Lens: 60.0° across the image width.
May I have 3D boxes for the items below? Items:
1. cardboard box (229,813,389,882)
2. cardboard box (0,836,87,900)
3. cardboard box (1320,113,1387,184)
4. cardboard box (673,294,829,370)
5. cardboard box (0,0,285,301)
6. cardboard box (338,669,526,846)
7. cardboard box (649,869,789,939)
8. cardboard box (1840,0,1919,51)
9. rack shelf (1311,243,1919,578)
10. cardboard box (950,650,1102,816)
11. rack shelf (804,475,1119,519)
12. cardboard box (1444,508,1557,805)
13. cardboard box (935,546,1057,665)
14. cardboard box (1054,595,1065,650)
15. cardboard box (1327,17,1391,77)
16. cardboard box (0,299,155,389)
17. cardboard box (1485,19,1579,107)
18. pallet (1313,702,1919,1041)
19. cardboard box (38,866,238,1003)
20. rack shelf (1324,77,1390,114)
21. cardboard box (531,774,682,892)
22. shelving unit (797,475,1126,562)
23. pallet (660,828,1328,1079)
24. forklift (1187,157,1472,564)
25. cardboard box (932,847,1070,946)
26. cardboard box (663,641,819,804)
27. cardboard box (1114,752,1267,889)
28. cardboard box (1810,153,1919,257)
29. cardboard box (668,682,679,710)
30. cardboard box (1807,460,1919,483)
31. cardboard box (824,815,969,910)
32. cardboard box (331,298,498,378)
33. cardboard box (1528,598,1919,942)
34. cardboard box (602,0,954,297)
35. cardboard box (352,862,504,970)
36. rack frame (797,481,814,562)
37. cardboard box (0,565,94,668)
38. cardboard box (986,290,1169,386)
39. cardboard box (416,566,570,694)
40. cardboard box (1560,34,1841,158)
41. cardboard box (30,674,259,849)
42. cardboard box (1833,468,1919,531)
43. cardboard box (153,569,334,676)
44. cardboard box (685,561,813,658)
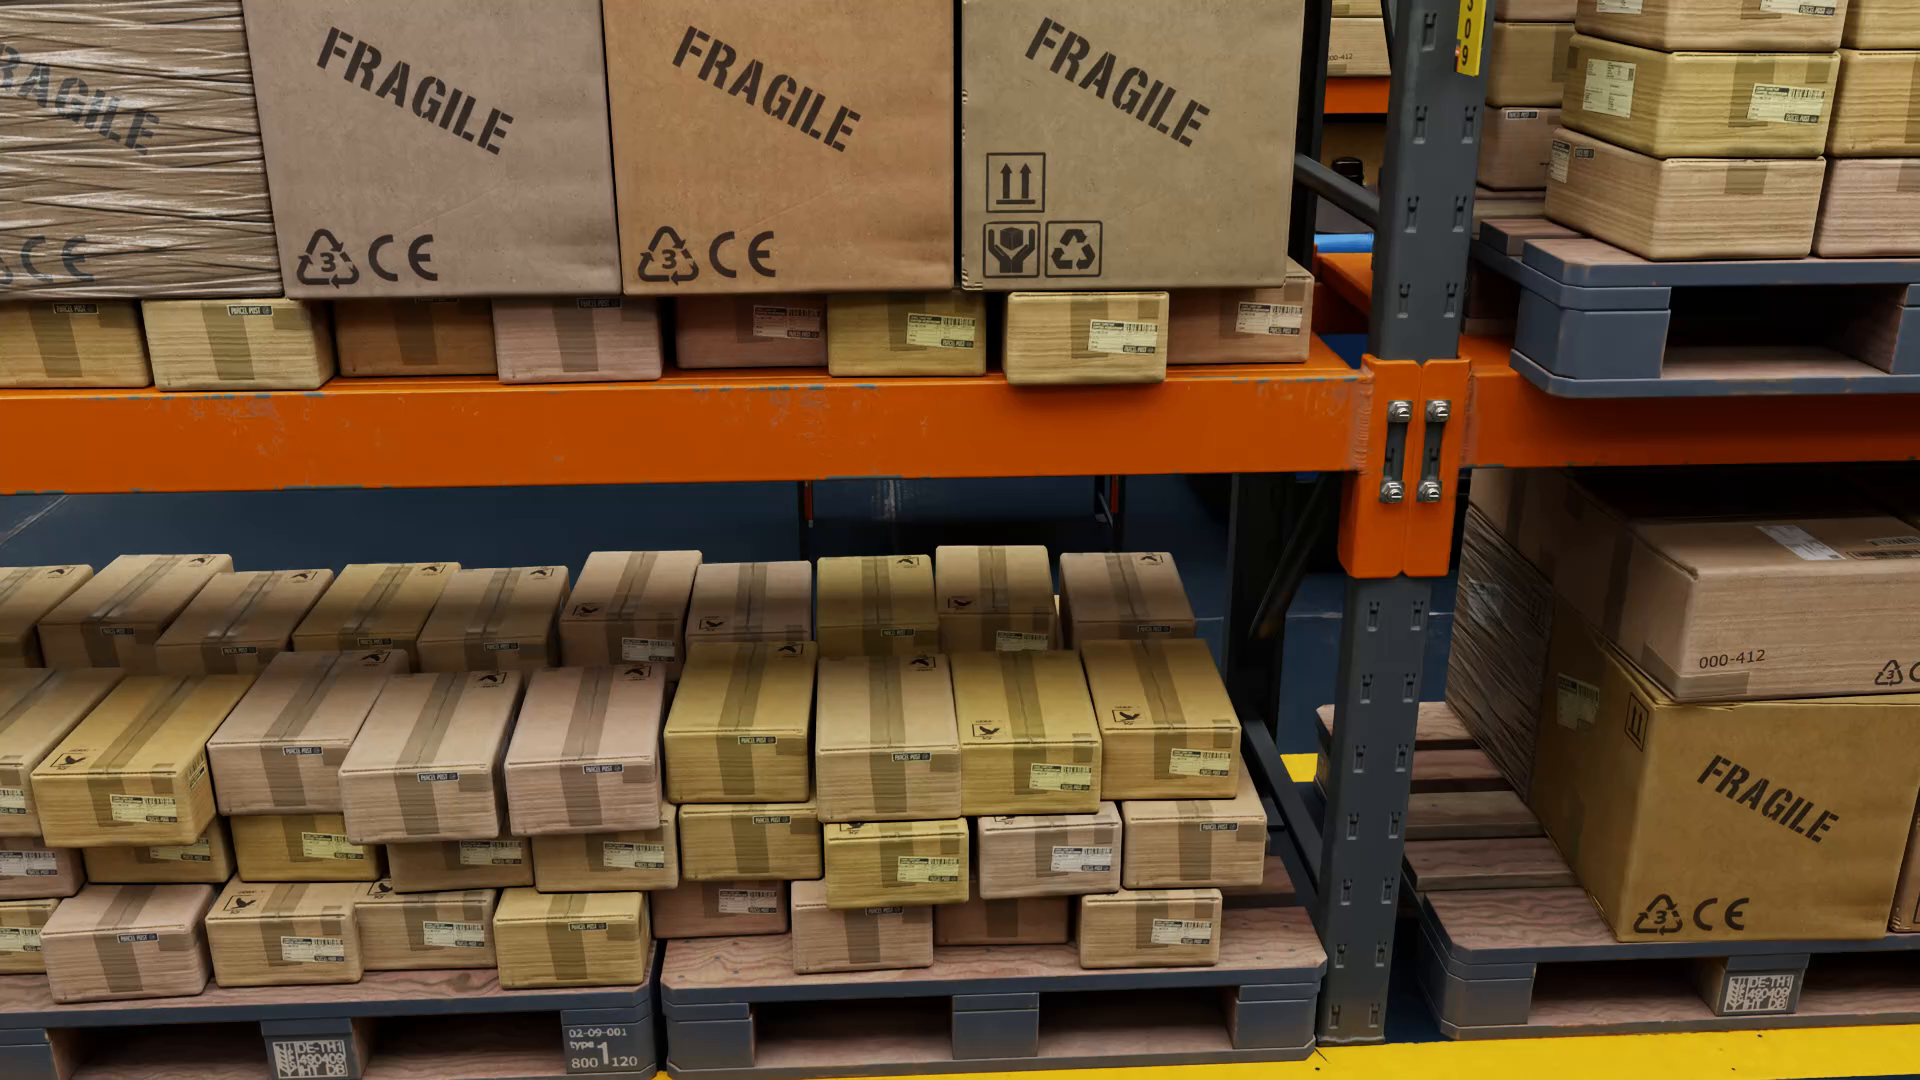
[{"bbox_3d":[-1.173,0.481,3.141,0.250,0.149,0.380,0,21,-1],"label":"cardboard box"},{"bbox_3d":[-1.712,0.503,3.083,0.250,0.149,0.380,-2,21,-6],"label":"cardboard box"},{"bbox_3d":[1.839,-1.650,8.135,0.875,0.875,0.875,-1,21,-1],"label":"cardboard box"},{"bbox_3d":[-0.348,-0.413,2.843,0.250,0.149,0.380,-2,21,-5],"label":"cardboard box"},{"bbox_3d":[-1.292,-0.682,2.637,0.500,0.500,0.500,-2,21,-4],"label":"cardboard box"},{"bbox_3d":[-0.932,0.382,2.982,0.250,0.149,0.380,-2,21,-5],"label":"cardboard box"},{"bbox_3d":[-0.460,0.603,3.239,0.250,0.149,0.380,-2,21,-4],"label":"cardboard box"},{"bbox_3d":[1.404,-0.838,2.532,0.250,0.149,0.380,-1,21,-2],"label":"cardboard box"},{"bbox_3d":[2.703,-0.333,3.290,4.000,0.370,1.077,-1,21,-3],"label":"rack shelf"},{"bbox_3d":[0.113,0.349,3.070,0.250,0.149,0.380,-1,21,-2],"label":"cardboard box"},{"bbox_3d":[-0.007,-0.297,5.507,1.000,0.278,0.538,-1,21,-3],"label":"rack shelf"},{"bbox_3d":[1.431,0.239,3.700,0.500,0.500,0.500,-2,21,-4],"label":"cardboard box"},{"bbox_3d":[0.072,0.148,3.598,0.250,0.149,0.380,0,21,0],"label":"cardboard box"},{"bbox_3d":[0.326,0.262,3.715,0.250,0.149,0.380,0,21,-1],"label":"cardboard box"},{"bbox_3d":[1.806,-2.246,7.514,0.500,0.250,0.500,-1,21,-3],"label":"cardboard box"},{"bbox_3d":[-1.391,-0.370,2.729,0.250,0.149,0.380,0,21,-1],"label":"cardboard box"},{"bbox_3d":[1.092,-0.924,3.178,0.250,0.149,0.380,-1,21,-1],"label":"cardboard box"},{"bbox_3d":[1.483,0.658,3.595,1.213,0.211,1.003,-1,21,-3],"label":"pallet"},{"bbox_3d":[-1.477,0.671,3.060,0.250,0.149,0.380,-2,21,-6],"label":"cardboard box"},{"bbox_3d":[2.319,-2.089,7.904,4.000,0.370,1.077,-1,21,-3],"label":"rack shelf"},{"bbox_3d":[-0.635,0.492,3.111,0.250,0.149,0.380,-1,21,-2],"label":"cardboard box"},{"bbox_3d":[-0.007,-0.526,5.420,1.048,1.125,0.538,-1,21,-3],"label":"shelving unit"},{"bbox_3d":[0.038,0.701,3.483,1.213,0.211,1.003,-1,21,-3],"label":"pallet"},{"bbox_3d":[2.366,-1.521,5.498,3.031,2.935,1.130,-3,21,-8],"label":"forklift"},{"bbox_3d":[0.070,0.612,3.214,0.250,0.149,0.380,-1,21,-2],"label":"cardboard box"},{"bbox_3d":[-0.399,0.334,3.109,0.250,0.149,0.380,0,21,-1],"label":"cardboard box"},{"bbox_3d":[0.410,0.488,3.122,0.250,0.149,0.380,-1,21,-2],"label":"cardboard box"},{"bbox_3d":[1.402,-0.560,2.638,0.250,0.149,0.380,-1,21,-2],"label":"cardboard box"},{"bbox_3d":[-0.708,0.319,3.566,0.250,0.149,0.380,0,21,-1],"label":"cardboard box"},{"bbox_3d":[1.949,-0.118,3.583,0.500,0.250,0.500,0,21,0],"label":"cardboard box"},{"bbox_3d":[-0.126,0.510,3.065,0.250,0.149,0.380,-2,21,-5],"label":"cardboard box"},{"bbox_3d":[-0.872,-0.395,2.796,0.250,0.149,0.380,-1,21,-4],"label":"cardboard box"},{"bbox_3d":[1.459,0.423,3.218,0.500,0.500,0.500,0,21,-1],"label":"cardboard box"},{"bbox_3d":[-0.279,-0.694,2.669,0.500,0.500,0.500,-2,21,-5],"label":"cardboard box"},{"bbox_3d":[-0.963,0.639,3.143,0.250,0.149,0.380,-1,21,-2],"label":"cardboard box"},{"bbox_3d":[-0.514,-0.515,5.393,0.032,1.125,0.500,-1,21,-3],"label":"rack frame"},{"bbox_3d":[-2.006,0.192,3.481,0.250,0.149,0.380,-2,21,-5],"label":"cardboard box"},{"bbox_3d":[0.183,-0.378,2.751,0.250,0.149,0.380,-2,21,-4],"label":"cardboard box"},{"bbox_3d":[-0.963,0.195,3.474,0.250,0.149,0.380,-2,21,-5],"label":"cardboard box"},{"bbox_3d":[1.126,-0.691,2.565,0.250,0.149,0.380,-1,21,-2],"label":"cardboard box"},{"bbox_3d":[-1.432,0.387,2.969,0.250,0.149,0.380,-1,21,-2],"label":"cardboard box"},{"bbox_3d":[1.991,0.060,3.116,0.500,0.250,0.500,-1,21,-2],"label":"cardboard box"},{"bbox_3d":[-1.471,0.201,3.457,0.250,0.149,0.380,-2,21,-5],"label":"cardboard box"},{"bbox_3d":[-0.437,0.184,3.503,0.250,0.149,0.380,-2,21,-4],"label":"cardboard box"}]
